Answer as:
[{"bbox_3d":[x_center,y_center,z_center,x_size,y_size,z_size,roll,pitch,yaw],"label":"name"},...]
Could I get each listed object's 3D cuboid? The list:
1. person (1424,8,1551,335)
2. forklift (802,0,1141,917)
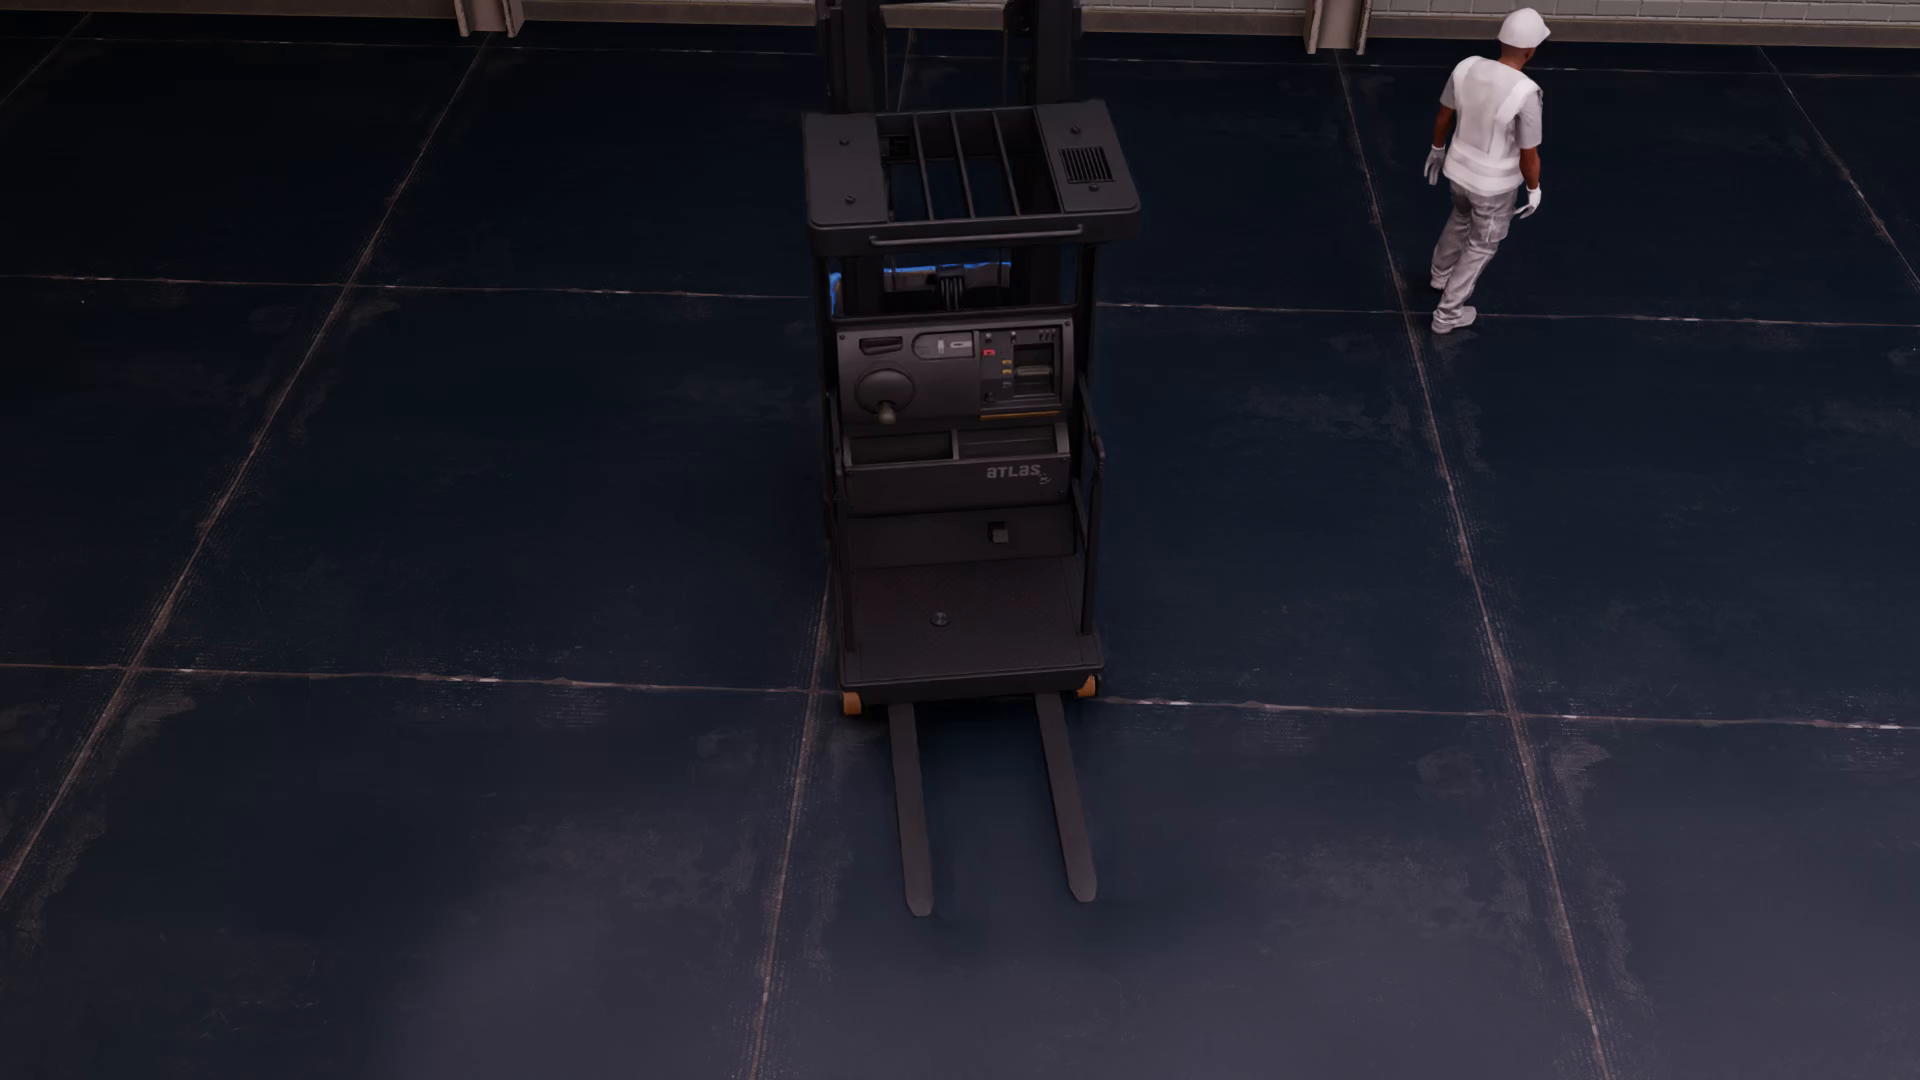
[{"bbox_3d":[2.797,-1.928,8.759,0.555,1.815,0.650,-23,47,-23],"label":"person"},{"bbox_3d":[0.009,-0.580,6.378,1.130,2.935,3.031,-4,43,-4],"label":"forklift"}]
